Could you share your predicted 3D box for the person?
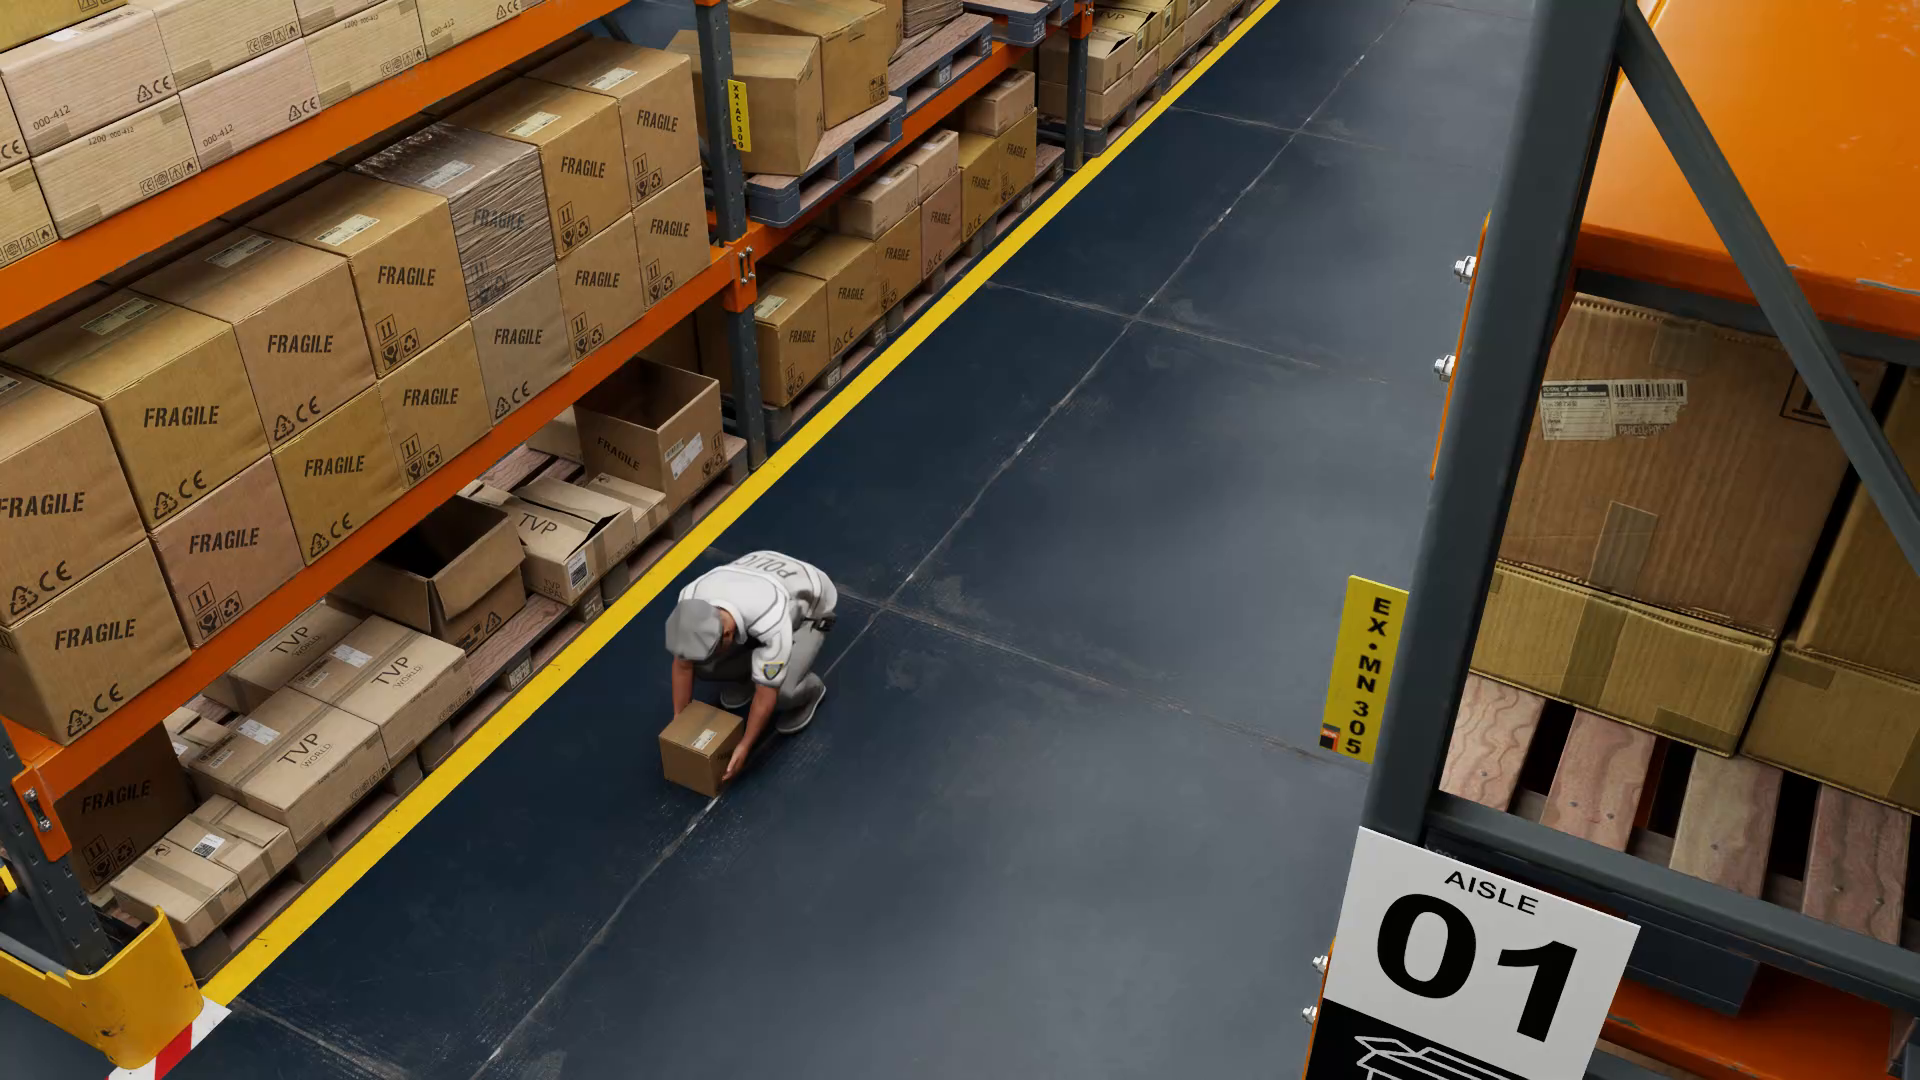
[{"bbox_3d":[-0.875,0.426,6.882,0.560,0.920,0.954,20,42,24],"label":"person"}]
